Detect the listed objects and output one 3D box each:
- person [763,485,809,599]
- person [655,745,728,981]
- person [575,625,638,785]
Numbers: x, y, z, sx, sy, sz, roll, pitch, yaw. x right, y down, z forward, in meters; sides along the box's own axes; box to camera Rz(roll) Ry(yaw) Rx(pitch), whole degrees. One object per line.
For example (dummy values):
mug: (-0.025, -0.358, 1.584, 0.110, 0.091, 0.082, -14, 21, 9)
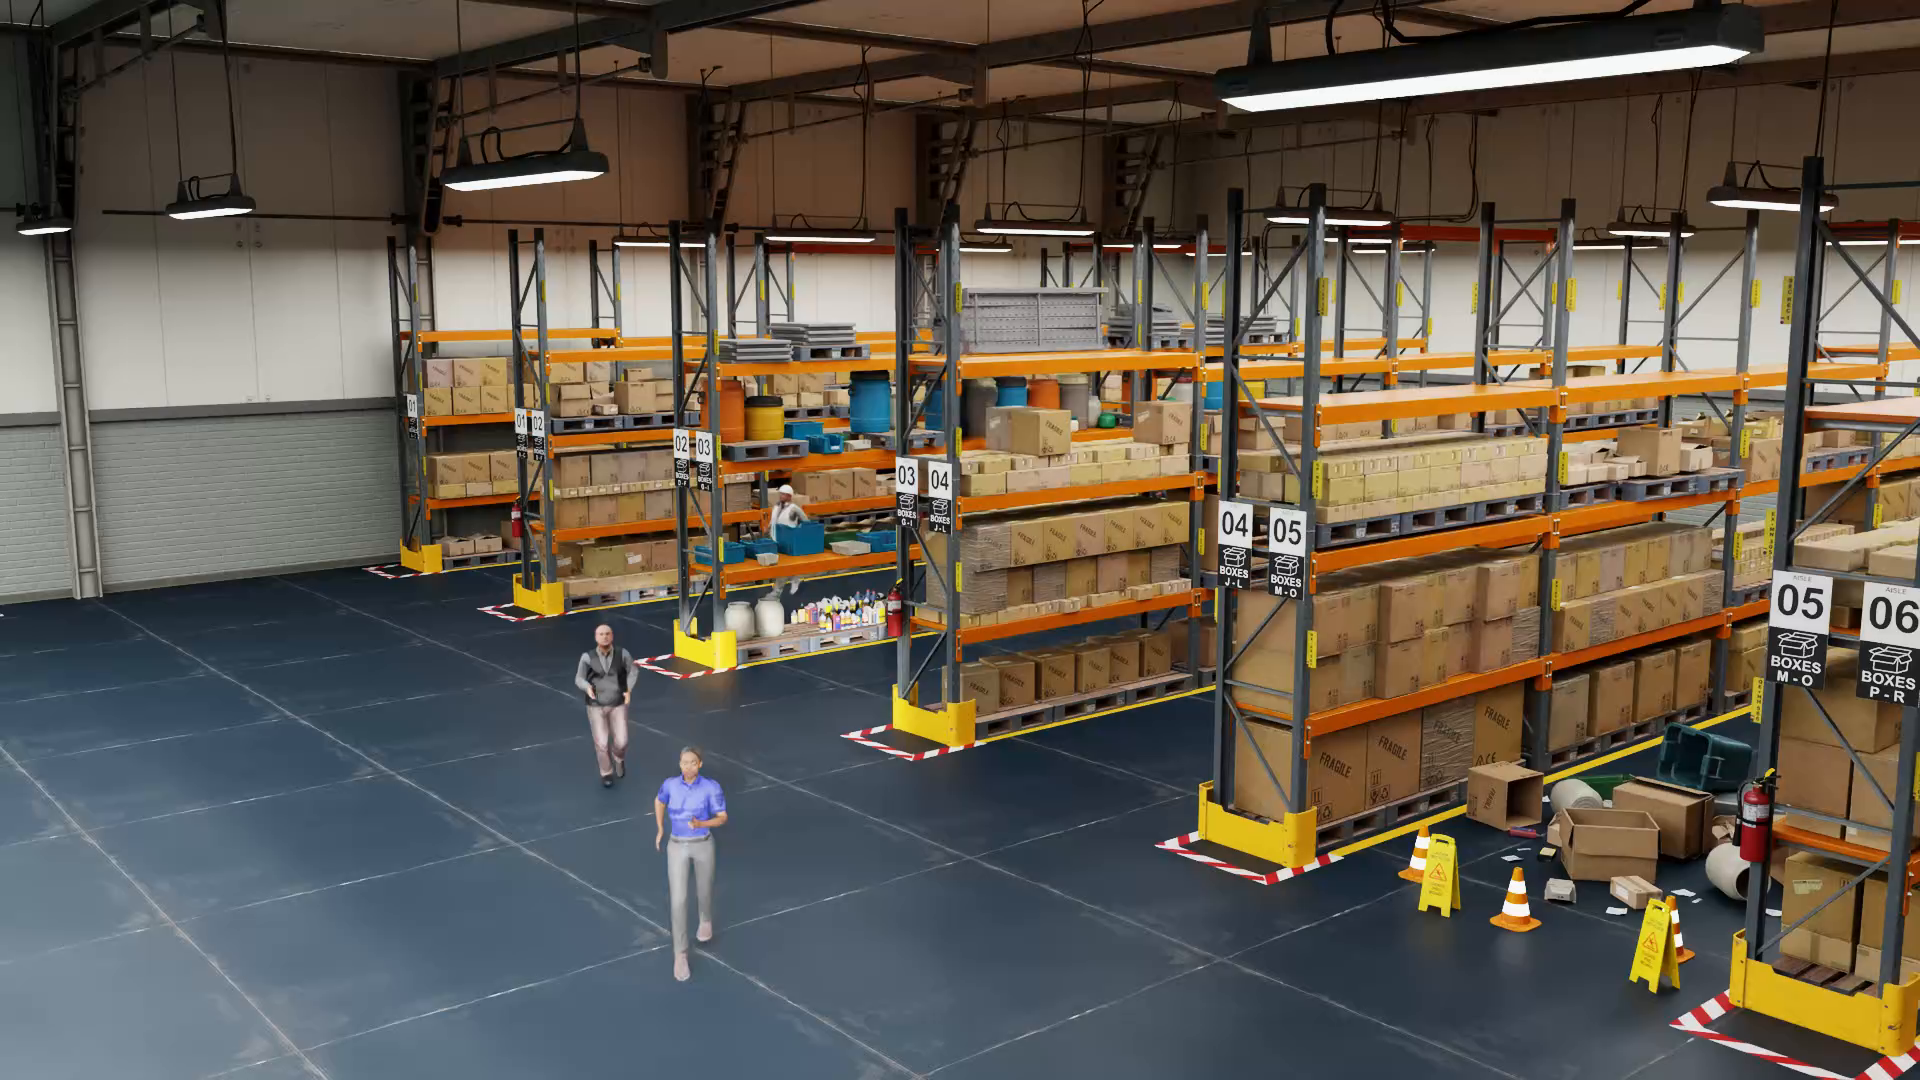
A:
person: (-2.743, 0.023, 25.889, 0.663, 1.764, 0.842, 7, 11, 38)
person: (-2.054, 2.406, 12.729, 0.563, 1.672, 0.851, -1, 9, -7)
person: (-3.620, 1.715, 17.115, 0.651, 1.675, 0.577, -2, 9, -14)
